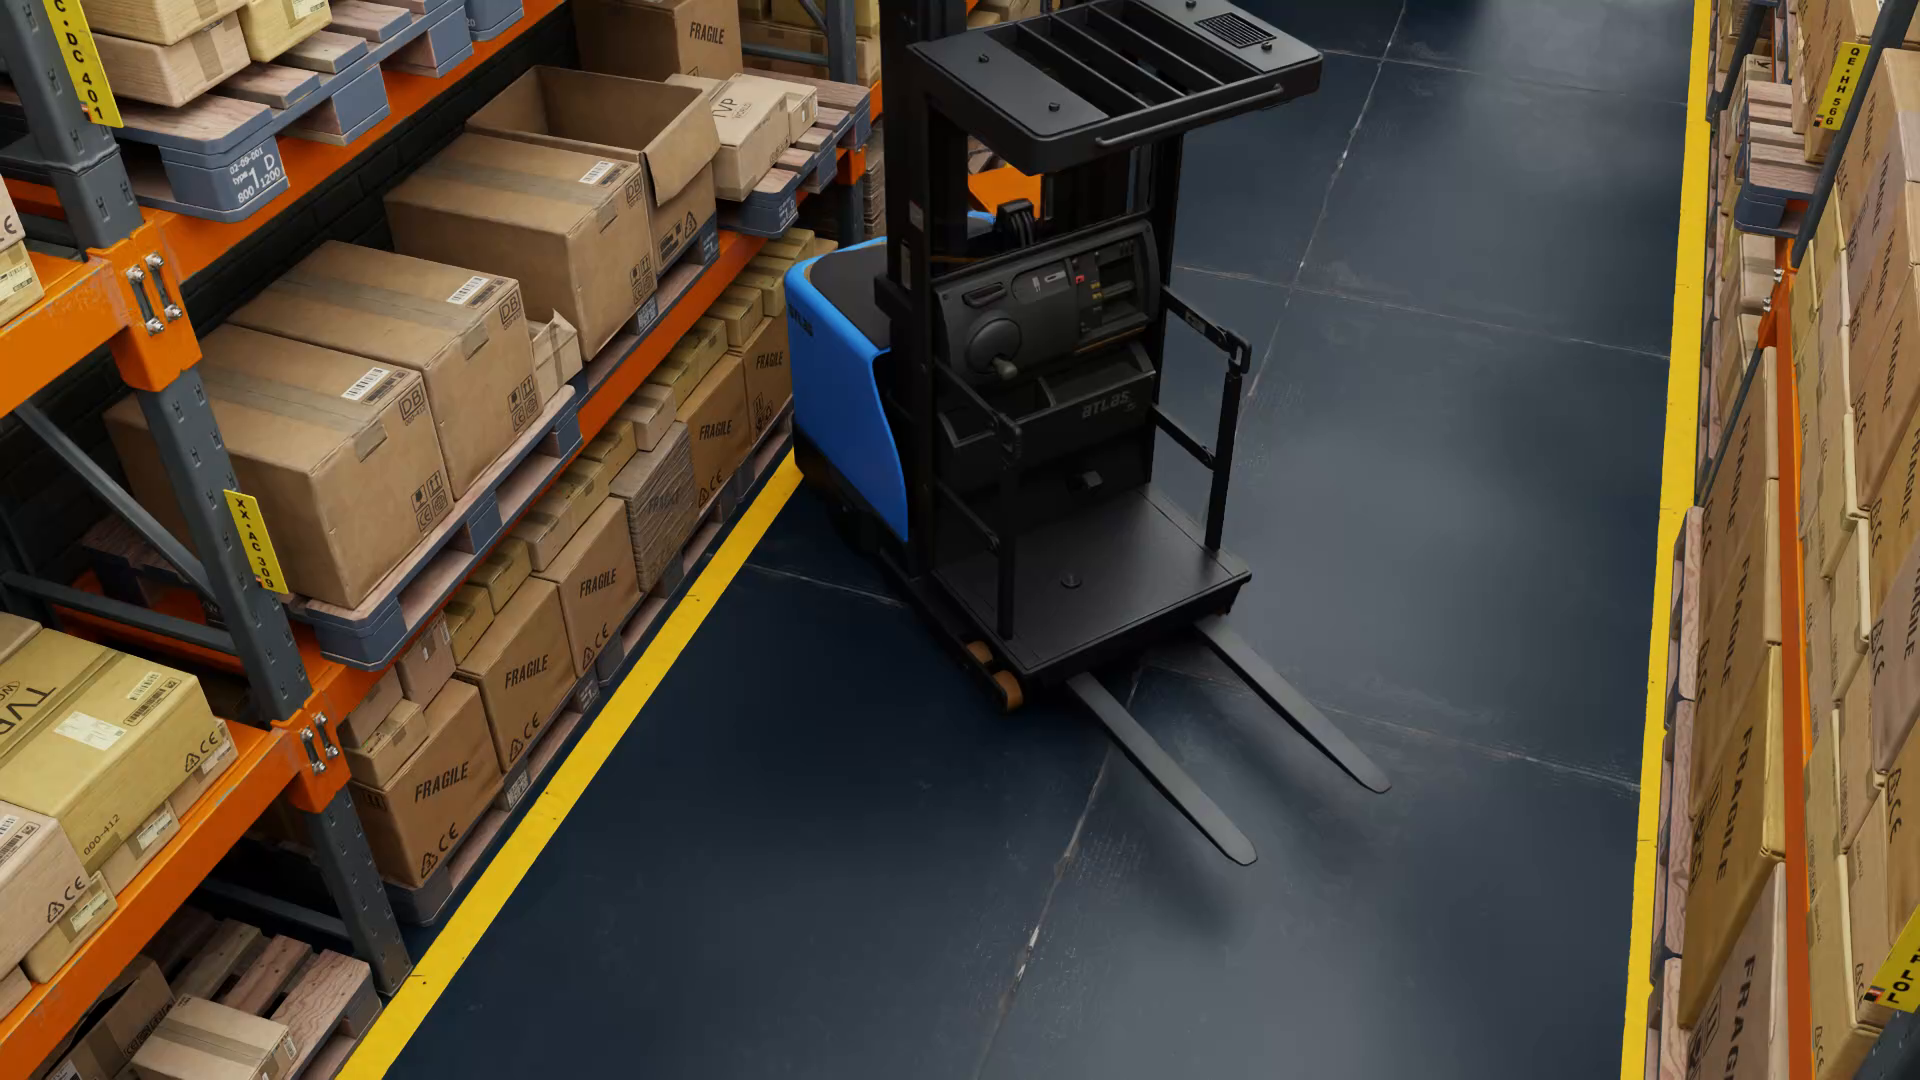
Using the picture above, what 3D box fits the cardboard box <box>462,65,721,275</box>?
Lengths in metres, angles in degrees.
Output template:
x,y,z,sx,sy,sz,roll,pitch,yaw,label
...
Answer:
x,y,z,sx,sy,sz,roll,pitch,yaw,label
-1.335,-1.381,6.154,0.797,0.503,0.637,12,42,14,cardboard box

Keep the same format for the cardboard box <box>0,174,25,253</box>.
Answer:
x,y,z,sx,sy,sz,roll,pitch,yaw,label
-2.248,-0.626,3.248,0.500,0.250,0.500,13,42,15,cardboard box

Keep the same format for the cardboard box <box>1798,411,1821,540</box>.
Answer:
x,y,z,sx,sy,sz,roll,pitch,yaw,label
2.968,-0.184,5.270,0.500,0.250,0.500,15,43,16,cardboard box

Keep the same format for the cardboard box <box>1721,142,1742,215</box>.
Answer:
x,y,z,sx,sy,sz,roll,pitch,yaw,label
4.664,-1.959,8.936,0.950,0.372,0.625,16,43,18,cardboard box

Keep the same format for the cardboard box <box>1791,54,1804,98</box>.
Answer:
x,y,z,sx,sy,sz,roll,pitch,yaw,label
3.768,-1.930,7.072,0.380,0.149,0.250,11,42,13,cardboard box

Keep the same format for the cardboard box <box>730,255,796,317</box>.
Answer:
x,y,z,sx,sy,sz,roll,pitch,yaw,label
-0.945,-1.143,7.382,0.380,0.149,0.250,11,42,13,cardboard box

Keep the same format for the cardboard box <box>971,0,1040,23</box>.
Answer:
x,y,z,sx,sy,sz,roll,pitch,yaw,label
-0.023,-3.122,10.105,0.875,0.625,0.625,13,42,15,cardboard box

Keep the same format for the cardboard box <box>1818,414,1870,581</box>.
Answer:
x,y,z,sx,sy,sz,roll,pitch,yaw,label
2.764,-0.075,4.758,0.500,0.250,0.500,14,42,16,cardboard box

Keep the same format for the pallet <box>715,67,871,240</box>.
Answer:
x,y,z,sx,sy,sz,roll,pitch,yaw,label
-1.116,-1.717,7.099,1.213,0.211,1.003,13,42,15,pallet

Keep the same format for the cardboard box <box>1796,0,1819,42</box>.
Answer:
x,y,z,sx,sy,sz,roll,pitch,yaw,label
3.948,-2.395,7.116,0.500,0.500,0.500,11,42,12,cardboard box

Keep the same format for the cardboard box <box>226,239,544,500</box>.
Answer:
x,y,z,sx,sy,sz,roll,pitch,yaw,label
-1.765,-0.538,5.169,0.700,0.500,0.500,14,42,16,cardboard box

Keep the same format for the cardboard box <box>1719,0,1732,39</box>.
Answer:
x,y,z,sx,sy,sz,roll,pitch,yaw,label
5.205,-3.420,10.742,0.500,0.250,0.500,12,42,14,cardboard box

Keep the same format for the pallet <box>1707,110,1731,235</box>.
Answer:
x,y,z,sx,sy,sz,roll,pitch,yaw,label
4.818,-2.023,9.458,1.003,0.211,1.213,13,42,15,pallet

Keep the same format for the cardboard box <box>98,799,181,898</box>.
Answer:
x,y,z,sx,sy,sz,roll,pitch,yaw,label
-2.259,0.731,4.276,0.380,0.149,0.250,14,43,16,cardboard box

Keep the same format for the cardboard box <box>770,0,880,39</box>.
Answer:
x,y,z,sx,sy,sz,roll,pitch,yaw,label
-0.546,-2.563,7.673,0.500,0.250,0.500,13,42,15,cardboard box

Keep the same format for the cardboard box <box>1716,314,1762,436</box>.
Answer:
x,y,z,sx,sy,sz,roll,pitch,yaw,label
3.918,-0.622,7.369,0.950,0.372,0.625,11,42,12,cardboard box

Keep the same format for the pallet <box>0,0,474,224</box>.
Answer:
x,y,z,sx,sy,sz,roll,pitch,yaw,label
-2.029,-1.231,4.215,1.213,0.211,1.003,13,42,15,pallet

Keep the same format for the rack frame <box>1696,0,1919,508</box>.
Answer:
x,y,z,sx,sy,sz,roll,pitch,yaw,label
3.715,-1.119,6.251,1.000,3.000,0.127,13,42,15,rack frame

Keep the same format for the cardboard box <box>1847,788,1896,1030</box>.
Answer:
x,y,z,sx,sy,sz,roll,pitch,yaw,label
2.270,0.864,3.656,0.500,0.250,0.500,13,42,15,cardboard box

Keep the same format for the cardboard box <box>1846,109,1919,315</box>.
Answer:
x,y,z,sx,sy,sz,roll,pitch,yaw,label
3.156,-0.986,5.248,0.500,0.500,0.500,13,42,15,cardboard box

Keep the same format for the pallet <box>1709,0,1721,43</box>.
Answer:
x,y,z,sx,sy,sz,roll,pitch,yaw,label
5.695,-3.662,11.380,1.003,0.211,1.213,13,42,15,pallet

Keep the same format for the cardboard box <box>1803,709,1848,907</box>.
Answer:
x,y,z,sx,sy,sz,roll,pitch,yaw,label
2.439,0.738,4.190,0.500,0.250,0.500,13,42,14,cardboard box

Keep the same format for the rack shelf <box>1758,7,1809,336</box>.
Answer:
x,y,z,sx,sy,sz,roll,pitch,yaw,label
4.399,-2.065,7.914,1.077,0.370,4.000,13,42,15,rack shelf

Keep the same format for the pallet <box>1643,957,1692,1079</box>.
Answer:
x,y,z,sx,sy,sz,roll,pitch,yaw,label
2.541,1.894,4.867,1.003,0.211,1.213,13,42,15,pallet

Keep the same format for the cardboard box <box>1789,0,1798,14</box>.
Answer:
x,y,z,sx,sy,sz,roll,pitch,yaw,label
4.125,-2.567,7.818,0.380,0.149,0.250,15,43,17,cardboard box

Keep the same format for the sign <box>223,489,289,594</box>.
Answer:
x,y,z,sx,sy,sz,roll,pitch,yaw,label
-1.806,0.008,4.263,0.100,0.325,0.005,13,42,15,sign

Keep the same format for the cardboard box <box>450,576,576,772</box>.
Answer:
x,y,z,sx,sy,sz,roll,pitch,yaw,label
-1.768,0.440,6.025,0.500,0.500,0.500,13,42,15,cardboard box

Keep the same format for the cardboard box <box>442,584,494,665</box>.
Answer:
x,y,z,sx,sy,sz,roll,pitch,yaw,label
-1.846,0.261,5.736,0.380,0.149,0.250,11,42,13,cardboard box

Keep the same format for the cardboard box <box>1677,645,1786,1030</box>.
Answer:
x,y,z,sx,sy,sz,roll,pitch,yaw,label
2.786,1.020,5.056,0.875,0.875,0.875,14,43,16,cardboard box

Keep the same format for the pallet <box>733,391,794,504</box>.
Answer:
x,y,z,sx,sy,sz,roll,pitch,yaw,label
-1.241,-0.711,7.921,1.003,0.211,1.213,13,42,15,pallet

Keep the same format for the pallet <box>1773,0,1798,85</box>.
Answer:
x,y,z,sx,sy,sz,roll,pitch,yaw,label
4.354,-2.263,7.739,1.003,0.211,1.213,13,42,15,pallet

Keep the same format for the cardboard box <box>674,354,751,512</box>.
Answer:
x,y,z,sx,sy,sz,roll,pitch,yaw,label
-1.250,-0.499,7.126,0.500,0.500,0.500,15,43,17,cardboard box

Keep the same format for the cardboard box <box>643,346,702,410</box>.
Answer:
x,y,z,sx,sy,sz,roll,pitch,yaw,label
-1.295,-0.689,6.850,0.380,0.149,0.250,13,42,14,cardboard box

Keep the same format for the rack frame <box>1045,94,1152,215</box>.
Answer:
x,y,z,sx,sy,sz,roll,pitch,yaw,label
0.618,-1.388,7.721,0.500,1.500,0.032,-16,43,-18,rack frame

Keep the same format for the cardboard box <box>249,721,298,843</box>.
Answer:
x,y,z,sx,sy,sz,roll,pitch,yaw,label
-2.428,0.647,5.783,0.500,0.500,0.500,13,42,15,cardboard box

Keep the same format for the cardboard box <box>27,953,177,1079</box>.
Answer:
x,y,z,sx,sy,sz,roll,pitch,yaw,label
-2.766,1.435,5.005,0.500,0.311,0.500,15,43,17,cardboard box

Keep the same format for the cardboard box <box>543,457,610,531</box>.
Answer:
x,y,z,sx,sy,sz,roll,pitch,yaw,label
-1.558,-0.205,6.281,0.380,0.149,0.250,15,43,17,cardboard box

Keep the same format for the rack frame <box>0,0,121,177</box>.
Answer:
x,y,z,sx,sy,sz,roll,pitch,yaw,label
-2.318,-2.061,2.733,1.000,3.000,0.127,13,42,15,rack frame

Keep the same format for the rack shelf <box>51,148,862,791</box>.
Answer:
x,y,z,sx,sy,sz,roll,pitch,yaw,label
-1.634,-0.725,6.343,1.077,0.370,4.000,13,42,15,rack shelf

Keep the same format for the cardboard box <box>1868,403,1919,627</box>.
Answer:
x,y,z,sx,sy,sz,roll,pitch,yaw,label
2.626,-0.048,4.148,0.500,0.500,0.500,15,43,16,cardboard box

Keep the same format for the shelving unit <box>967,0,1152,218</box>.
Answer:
x,y,z,sx,sy,sz,roll,pitch,yaw,label
0.415,-1.684,8.068,0.587,1.500,1.083,-16,43,-18,shelving unit

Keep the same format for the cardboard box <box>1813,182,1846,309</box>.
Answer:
x,y,z,sx,sy,sz,roll,pitch,yaw,label
3.310,-0.998,5.839,0.500,0.250,0.500,13,42,15,cardboard box

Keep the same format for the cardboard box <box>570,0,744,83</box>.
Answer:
x,y,z,sx,sy,sz,roll,pitch,yaw,label
-1.273,-2.137,7.043,0.500,0.500,0.500,15,43,17,cardboard box

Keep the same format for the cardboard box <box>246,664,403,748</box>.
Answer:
x,y,z,sx,sy,sz,roll,pitch,yaw,label
-2.002,0.479,5.251,0.380,0.149,0.250,13,42,14,cardboard box

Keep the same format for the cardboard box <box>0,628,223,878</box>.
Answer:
x,y,z,sx,sy,sz,roll,pitch,yaw,label
-2.263,0.530,4.204,0.500,0.250,0.500,14,43,16,cardboard box

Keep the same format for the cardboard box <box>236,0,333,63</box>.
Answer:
x,y,z,sx,sy,sz,roll,pitch,yaw,label
-1.721,-1.266,3.905,0.380,0.149,0.250,14,42,16,cardboard box

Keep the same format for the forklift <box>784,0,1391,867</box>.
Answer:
x,y,z,sx,sy,sz,roll,pitch,yaw,label
0.449,-0.793,5.921,1.130,2.935,3.031,-22,45,-24,forklift
